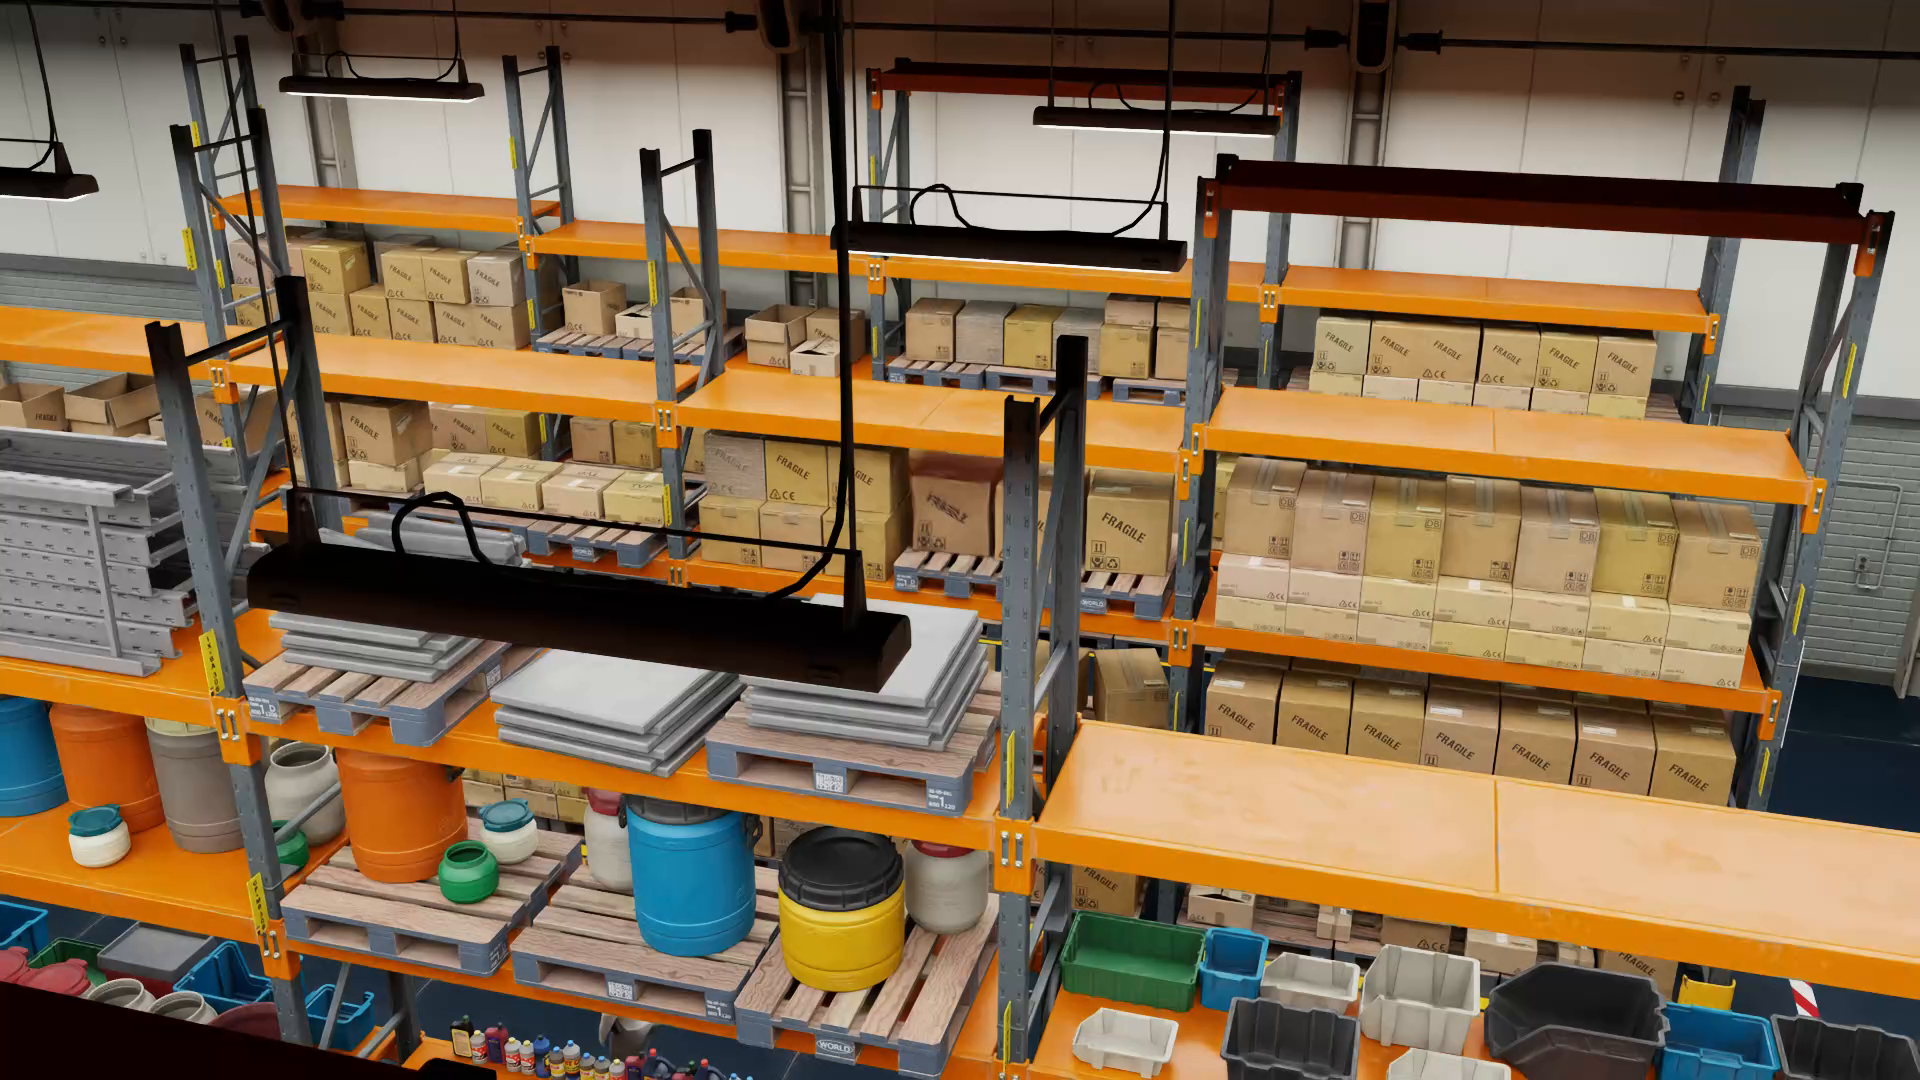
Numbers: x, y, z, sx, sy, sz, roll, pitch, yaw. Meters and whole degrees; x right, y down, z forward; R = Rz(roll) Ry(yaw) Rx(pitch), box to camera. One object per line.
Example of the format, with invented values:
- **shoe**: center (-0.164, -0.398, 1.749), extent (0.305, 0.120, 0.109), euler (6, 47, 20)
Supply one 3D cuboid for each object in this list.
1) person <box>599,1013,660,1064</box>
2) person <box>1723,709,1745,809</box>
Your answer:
- **person**: center (-2.078, 3.196, 10.949), extent (0.582, 1.655, 0.550), euler (12, 26, 27)
- **person**: center (6.295, 1.834, 14.042), extent (1.103, 1.718, 0.665), euler (7, 24, 16)
